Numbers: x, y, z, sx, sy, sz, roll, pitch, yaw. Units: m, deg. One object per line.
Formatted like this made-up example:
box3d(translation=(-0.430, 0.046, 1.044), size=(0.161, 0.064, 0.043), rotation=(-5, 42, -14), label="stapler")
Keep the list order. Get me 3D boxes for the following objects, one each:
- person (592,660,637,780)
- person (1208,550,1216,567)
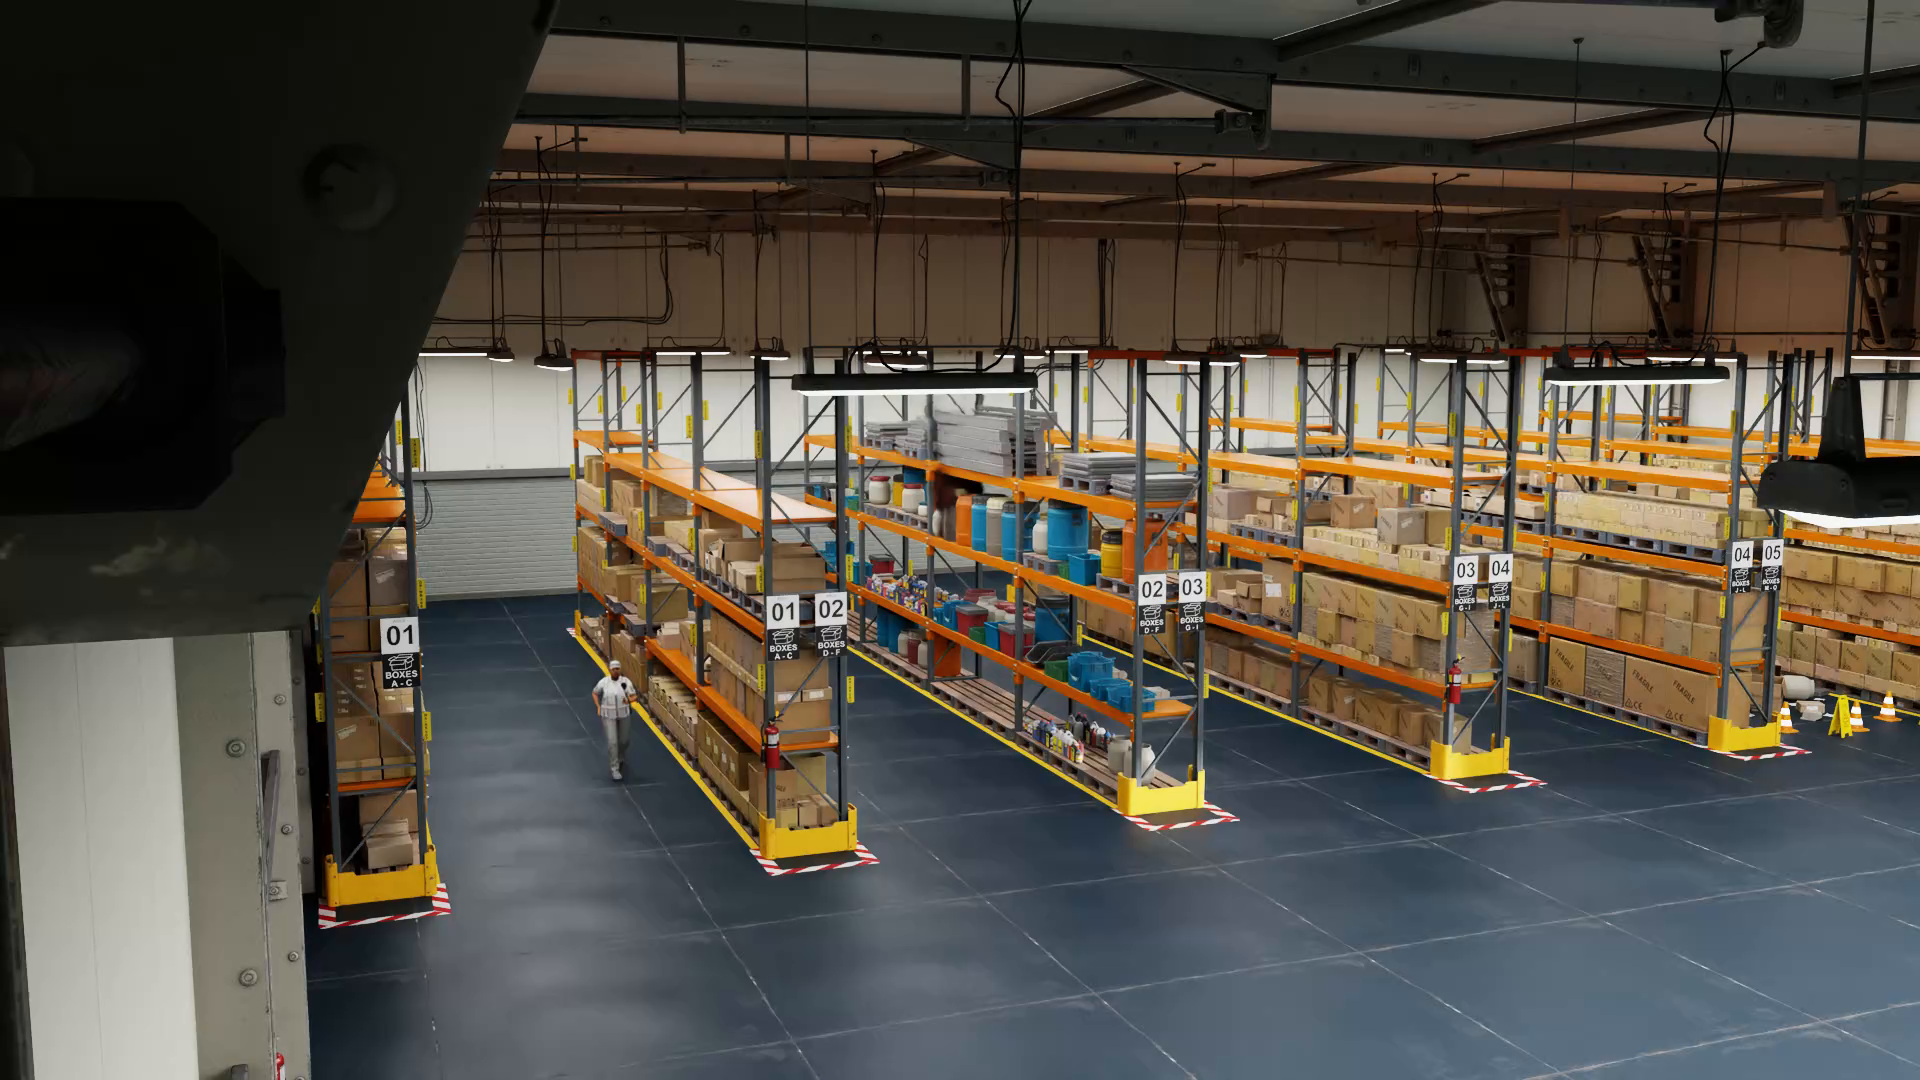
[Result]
box3d(translation=(-4.942, 2.539, 23.880), size=(0.615, 1.643, 0.899), rotation=(-3, 8, -20), label="person")
box3d(translation=(6.256, 0.301, 41.657), size=(0.771, 1.804, 0.695), rotation=(-3, 8, -23), label="person")
